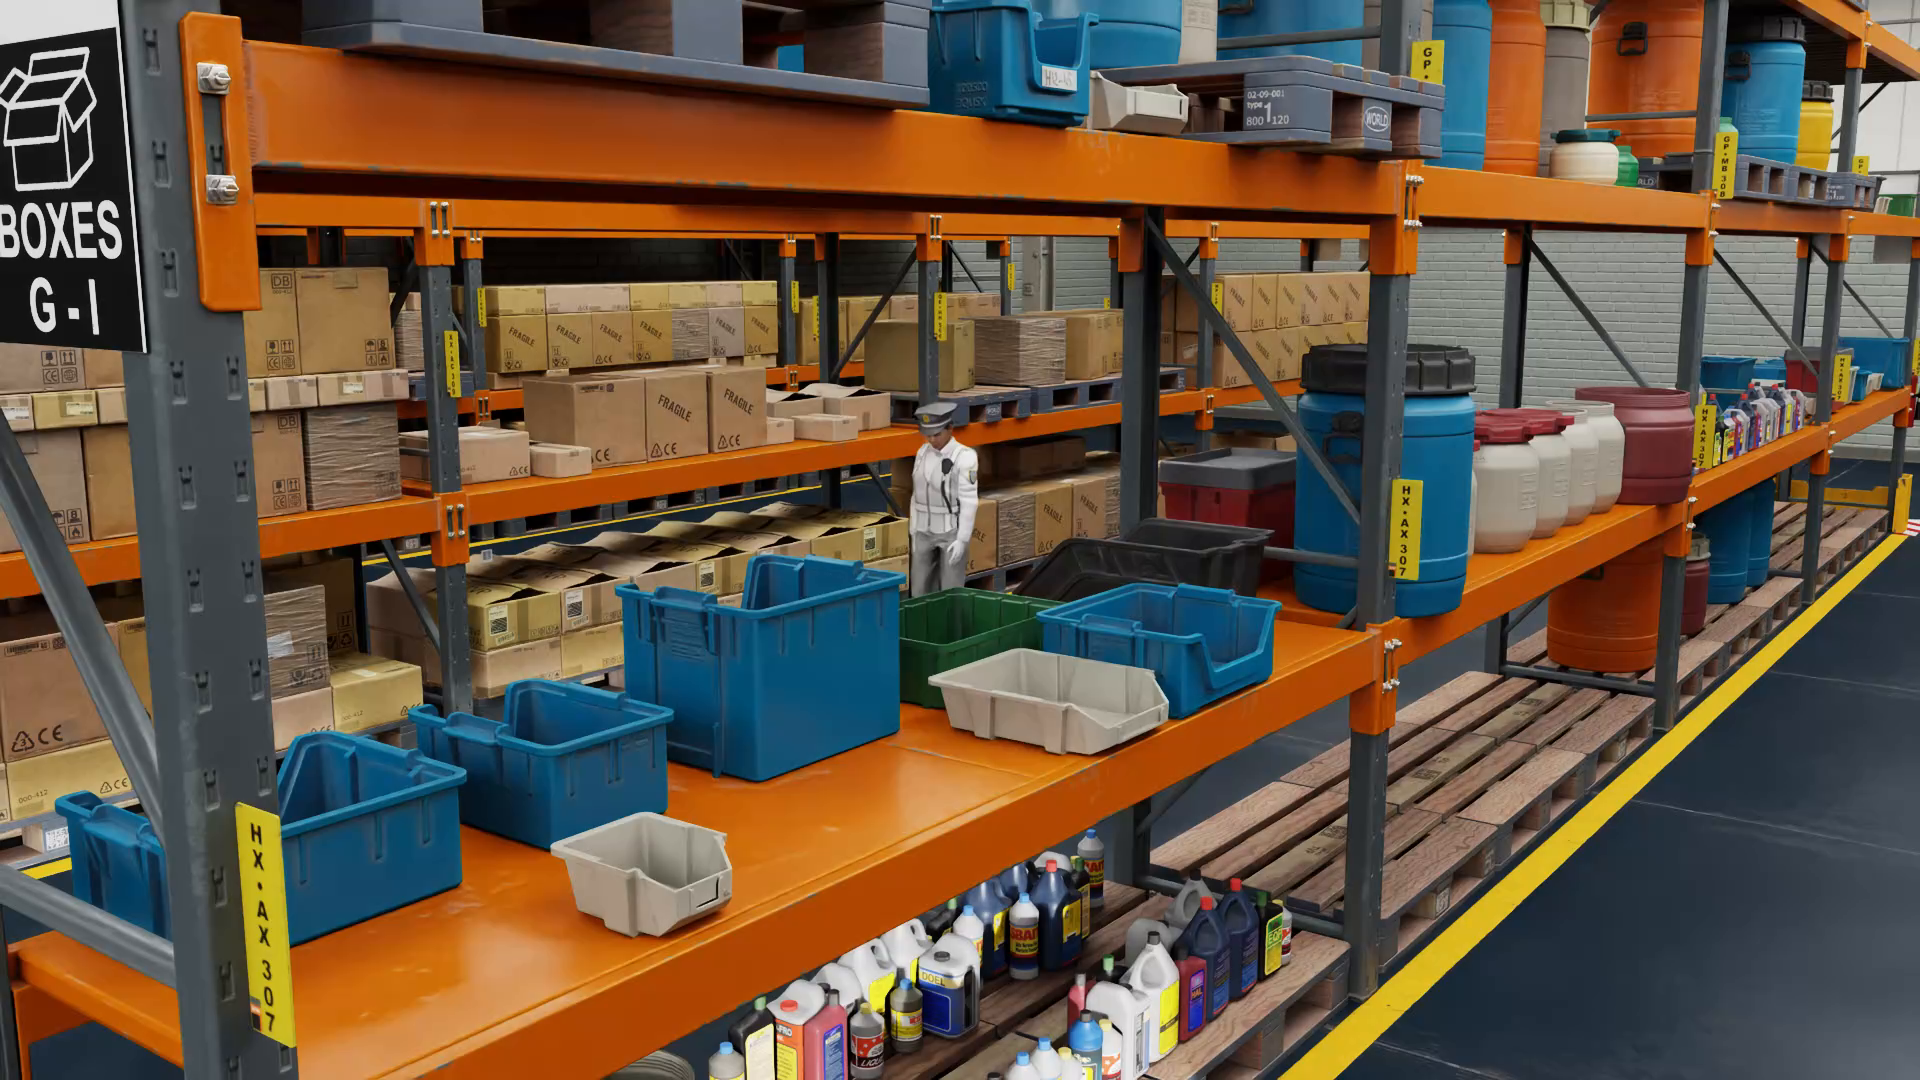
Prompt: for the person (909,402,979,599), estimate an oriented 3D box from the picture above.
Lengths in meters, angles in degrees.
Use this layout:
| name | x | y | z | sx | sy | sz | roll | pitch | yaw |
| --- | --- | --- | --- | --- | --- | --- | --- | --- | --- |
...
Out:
| name | x | y | z | sx | sy | sz | roll | pitch | yaw |
| --- | --- | --- | --- | --- | --- | --- | --- | --- | --- |
| person | -0.104 | 0.004 | 9.944 | 0.482 | 1.657 | 0.366 | 8 | 12 | 37 |
